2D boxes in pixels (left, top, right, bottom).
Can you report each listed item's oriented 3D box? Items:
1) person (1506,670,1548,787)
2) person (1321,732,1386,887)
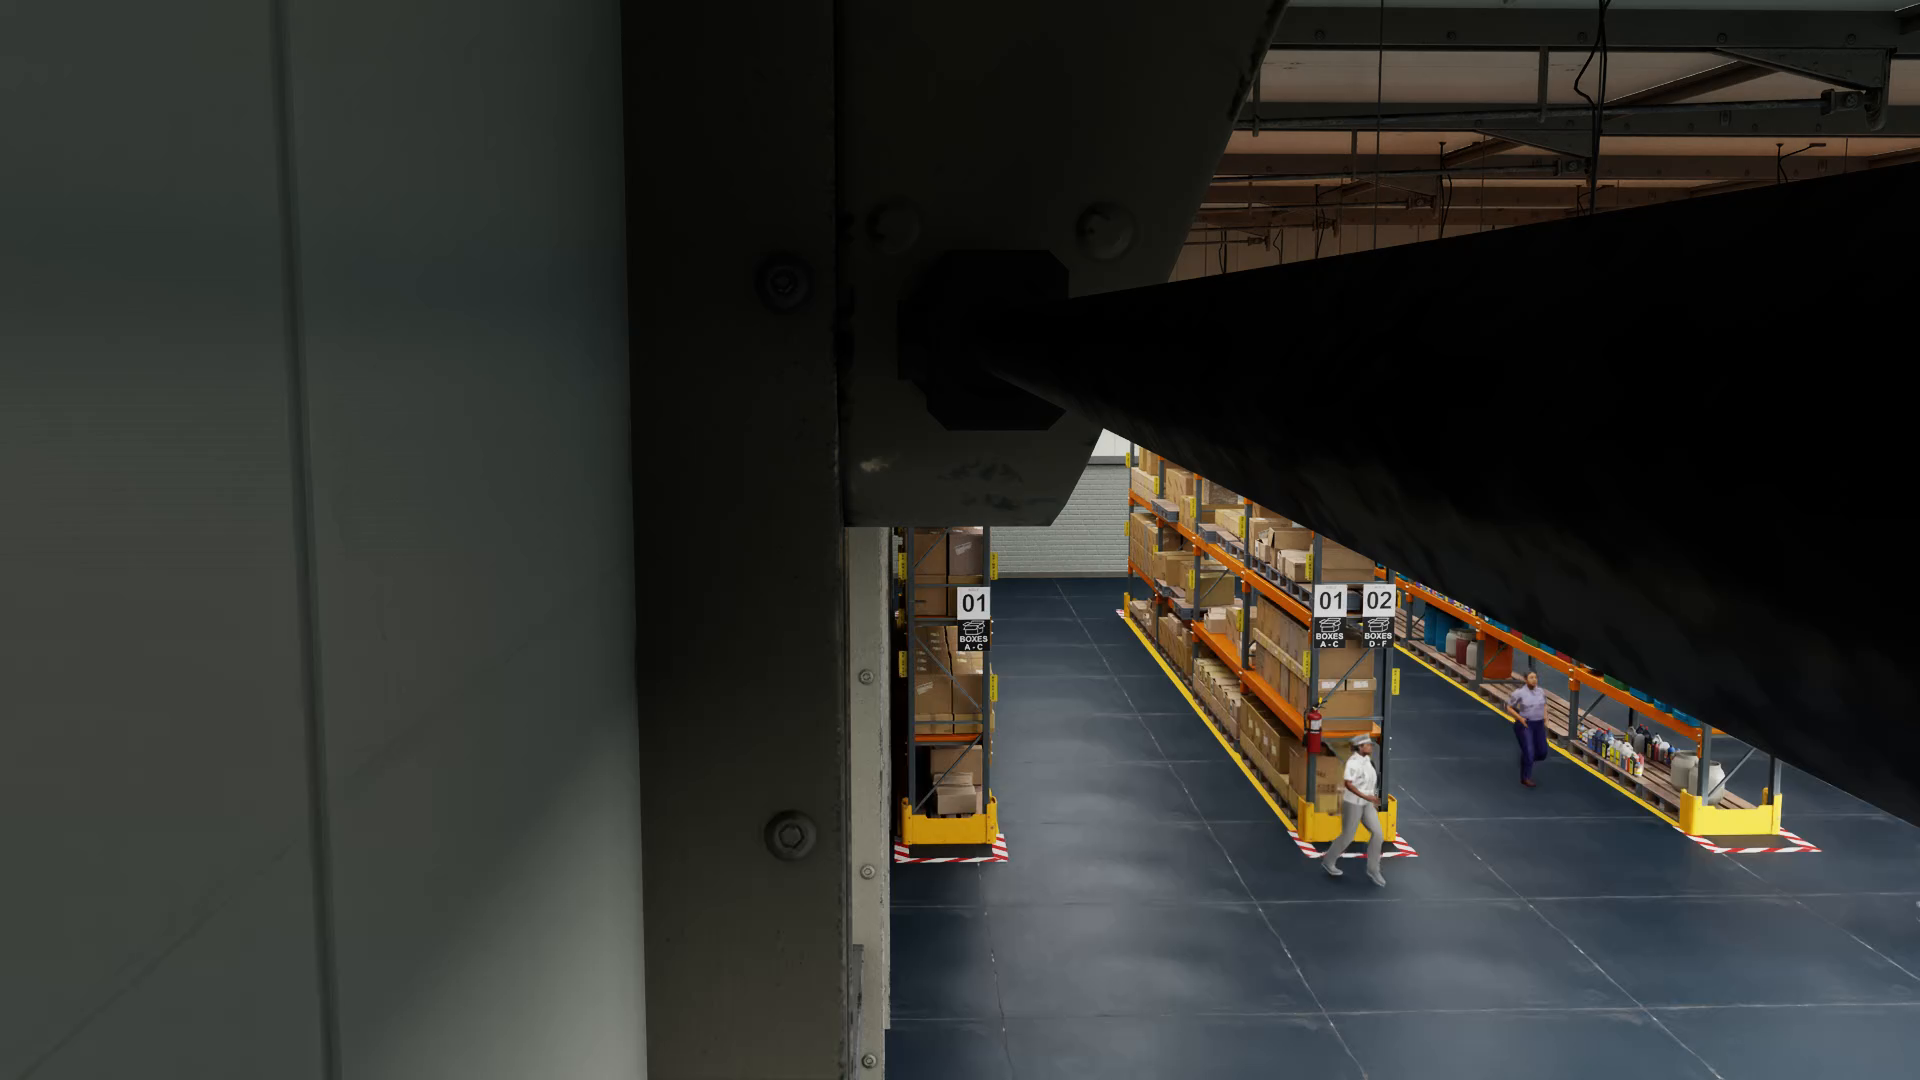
[{"bbox_3d":[7.884,2.597,23.081,0.605,1.586,0.579,-1,7,-11],"label":"person"},{"bbox_3d":[4.635,3.059,19.131,0.772,1.698,0.624,7,10,44],"label":"person"}]
